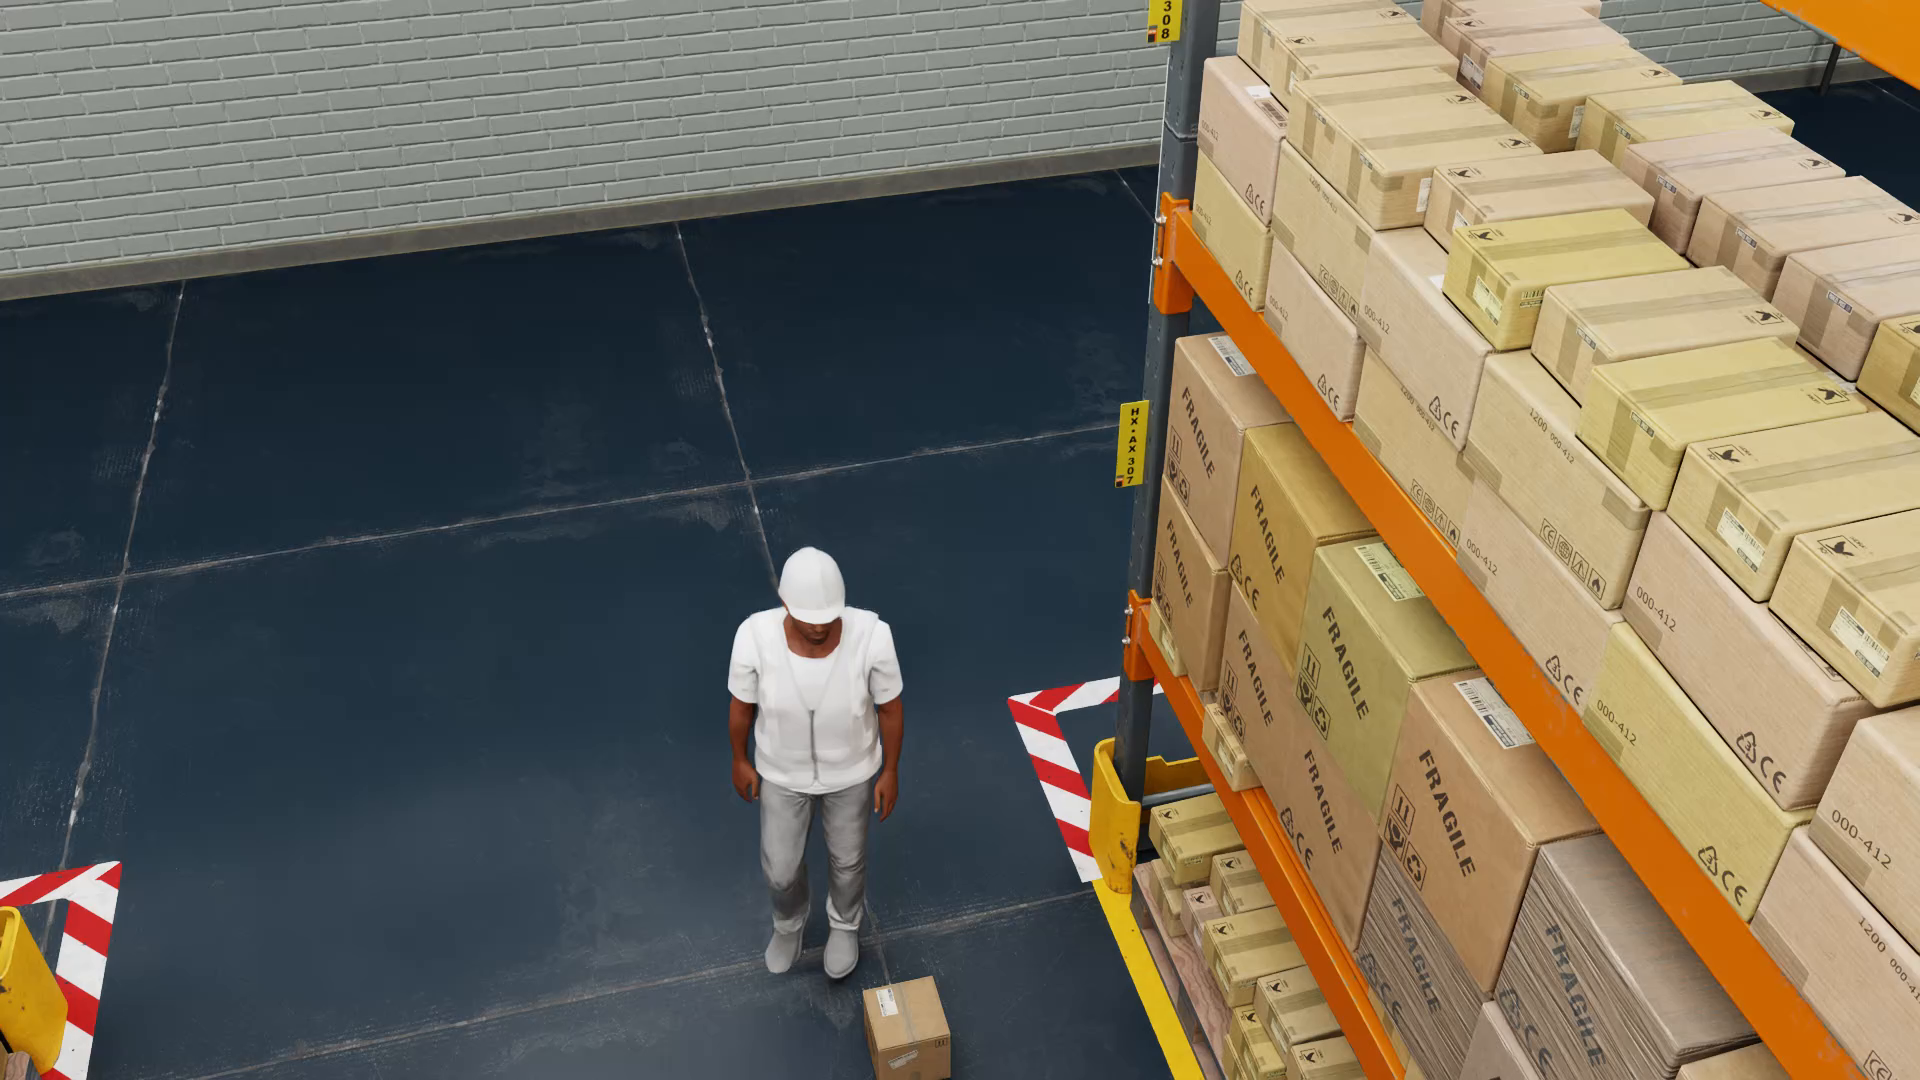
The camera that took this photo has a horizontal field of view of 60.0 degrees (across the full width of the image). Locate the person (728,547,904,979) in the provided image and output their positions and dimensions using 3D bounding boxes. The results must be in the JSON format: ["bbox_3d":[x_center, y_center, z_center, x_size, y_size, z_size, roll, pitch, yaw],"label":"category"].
[{"bbox_3d":[-0.487,0.808,5.686,0.602,1.825,0.426,-2,38,-2],"label":"person"}]
